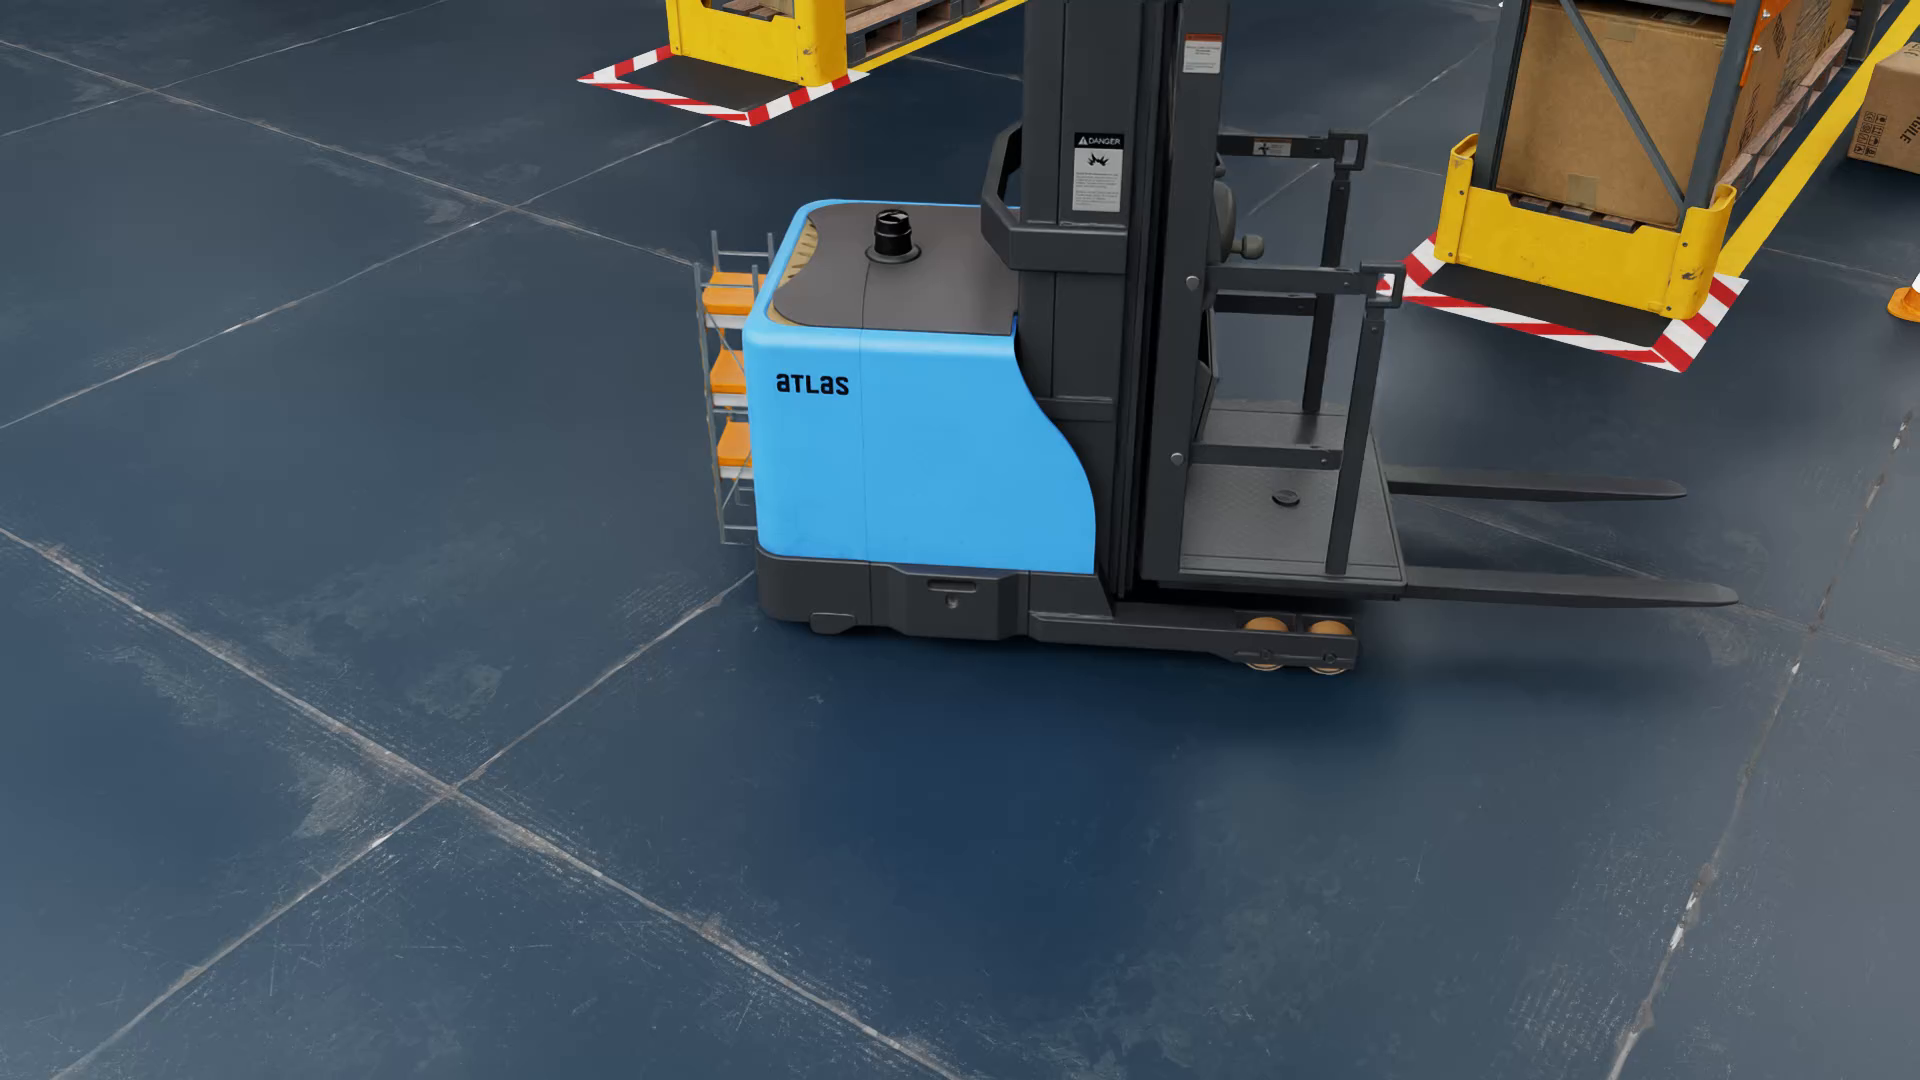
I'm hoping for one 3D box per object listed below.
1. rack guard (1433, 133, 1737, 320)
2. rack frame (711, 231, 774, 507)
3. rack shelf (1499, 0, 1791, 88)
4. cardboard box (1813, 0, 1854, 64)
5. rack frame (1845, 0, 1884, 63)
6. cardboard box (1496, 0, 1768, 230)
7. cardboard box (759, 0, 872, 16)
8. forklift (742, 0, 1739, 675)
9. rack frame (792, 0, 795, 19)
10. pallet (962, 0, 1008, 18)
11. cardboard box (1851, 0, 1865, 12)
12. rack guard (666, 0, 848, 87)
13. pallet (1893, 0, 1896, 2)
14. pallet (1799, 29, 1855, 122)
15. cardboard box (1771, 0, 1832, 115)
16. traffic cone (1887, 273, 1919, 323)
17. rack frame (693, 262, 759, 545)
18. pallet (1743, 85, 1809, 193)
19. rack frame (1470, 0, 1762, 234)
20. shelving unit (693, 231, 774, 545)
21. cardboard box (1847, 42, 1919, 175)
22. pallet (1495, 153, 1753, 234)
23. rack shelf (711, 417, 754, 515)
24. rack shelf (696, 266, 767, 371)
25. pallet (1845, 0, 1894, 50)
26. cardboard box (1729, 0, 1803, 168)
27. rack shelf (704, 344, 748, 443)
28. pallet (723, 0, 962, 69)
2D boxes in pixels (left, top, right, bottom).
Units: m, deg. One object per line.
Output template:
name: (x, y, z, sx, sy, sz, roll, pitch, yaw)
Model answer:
rack guard: (2.744, -1.404, 7.380, 1.175, 0.500, 0.348, 21, 39, 28)
rack frame: (-0.700, -0.553, 5.630, 0.200, 1.050, 0.008, 3, 34, 5)
rack shelf: (3.898, -3.073, 8.258, 1.077, 0.370, 4.000, 21, 39, 28)
cardboard box: (4.622, -3.318, 9.500, 0.875, 0.875, 0.875, 22, 40, 29)
rack frame: (5.038, -4.291, 9.418, 1.000, 3.000, 0.127, 21, 39, 28)
cardboard box: (3.090, -2.077, 7.666, 0.875, 0.875, 0.875, 21, 40, 28)
cardboard box: (-0.890, -3.502, 10.107, 0.500, 0.500, 0.500, -29, 43, -35)
forklift: (0.907, -1.112, 4.778, 3.031, 2.935, 1.130, 3, 34, 5)
rack frame: (-1.260, -4.081, 9.107, 1.000, 3.000, 0.127, 21, 39, 28)
pallet: (-0.028, -3.883, 11.303, 1.003, 0.211, 1.213, 21, 39, 28)
cardboard box: (5.318, -3.848, 10.395, 1.050, 0.750, 0.750, 21, 39, 28)
rack guard: (-1.217, -3.081, 9.859, 1.175, 0.500, 0.348, 21, 39, 28)
pallet: (6.111, -4.079, 11.593, 1.003, 0.211, 1.213, 21, 39, 28)
pallet: (4.540, -2.811, 9.718, 1.003, 0.211, 1.213, 21, 39, 28)
cardboard box: (4.111, -2.902, 8.885, 0.875, 0.875, 0.875, 22, 40, 29)
traffic cone: (4.227, -1.190, 7.097, 0.336, 0.463, 0.334, 21, 39, 28)
rack frame: (-0.724, -0.417, 5.429, 0.200, 1.050, 0.008, 3, 34, 5)
pallet: (3.845, -2.247, 8.885, 1.003, 0.211, 1.213, 21, 39, 28)
rack frame: (2.757, -2.450, 6.696, 1.000, 3.000, 0.127, 21, 39, 28)
shelving unit: (-0.712, -0.485, 5.529, 0.215, 1.050, 0.252, 3, 34, 5)
cardboard box: (4.996, -2.215, 8.576, 0.500, 0.500, 0.500, 29, 44, 36)
pallet: (3.149, -1.688, 8.058, 1.003, 0.211, 1.213, 21, 39, 28)
rack shelf: (-0.712, -0.246, 5.691, 0.215, 0.259, 0.240, 3, 34, 5)
rack shelf: (-0.712, -0.711, 5.376, 0.215, 0.259, 0.240, 3, 34, 5)
pallet: (5.416, -3.515, 10.760, 1.003, 0.211, 1.213, 21, 39, 28)
cardboard box: (3.590, -2.483, 8.266, 0.875, 0.875, 0.875, 21, 39, 27)
rack shelf: (-0.712, -0.476, 5.535, 0.215, 0.259, 0.240, 3, 34, 5)
pallet: (-0.724, -3.324, 10.476, 1.003, 0.211, 1.213, 21, 39, 28)
